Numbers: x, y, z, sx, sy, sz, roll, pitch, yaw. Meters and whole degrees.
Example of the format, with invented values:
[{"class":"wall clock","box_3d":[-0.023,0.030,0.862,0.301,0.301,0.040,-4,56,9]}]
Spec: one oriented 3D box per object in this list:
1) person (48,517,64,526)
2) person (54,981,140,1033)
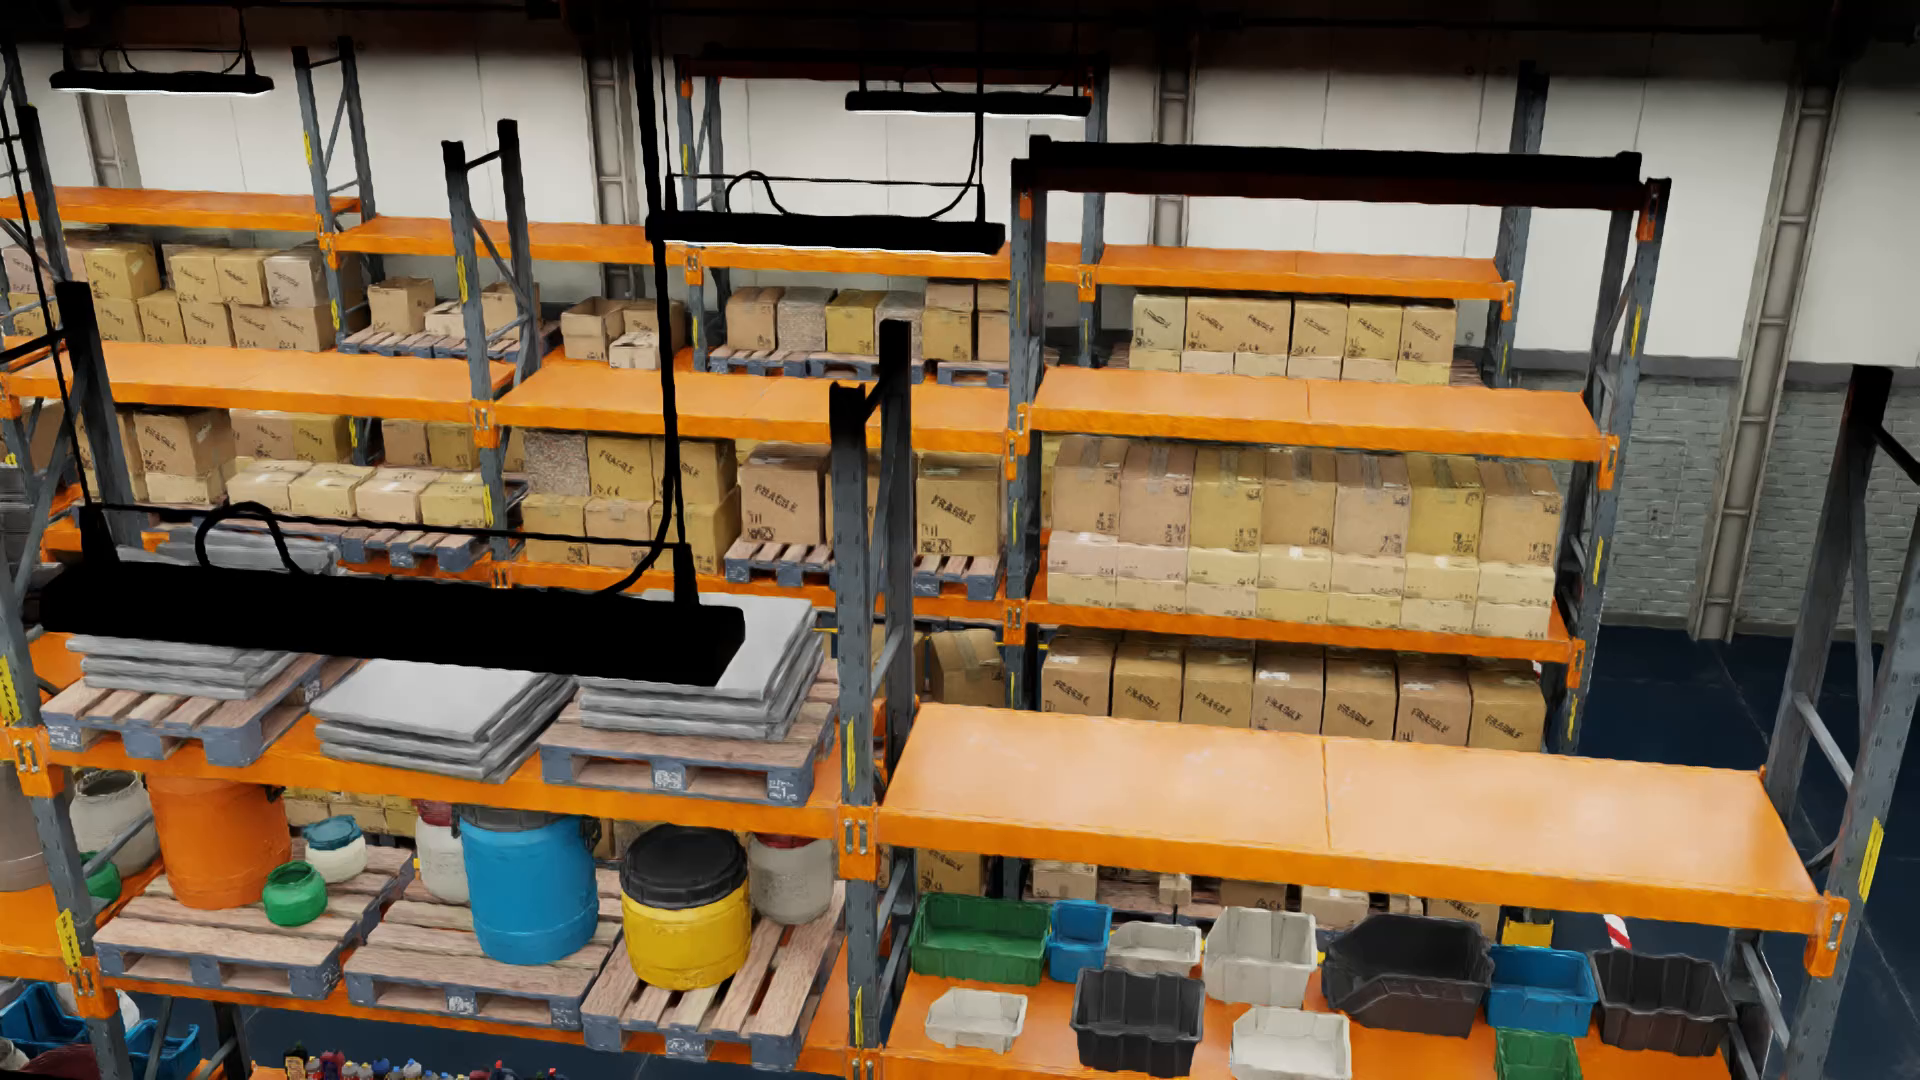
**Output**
[{"class":"person","box_3d":[-9.609,0.263,17.681,0.507,1.619,0.598,3,23,8]},{"class":"person","box_3d":[-5.523,3.172,10.685,0.835,1.722,0.703,6,24,14]}]
